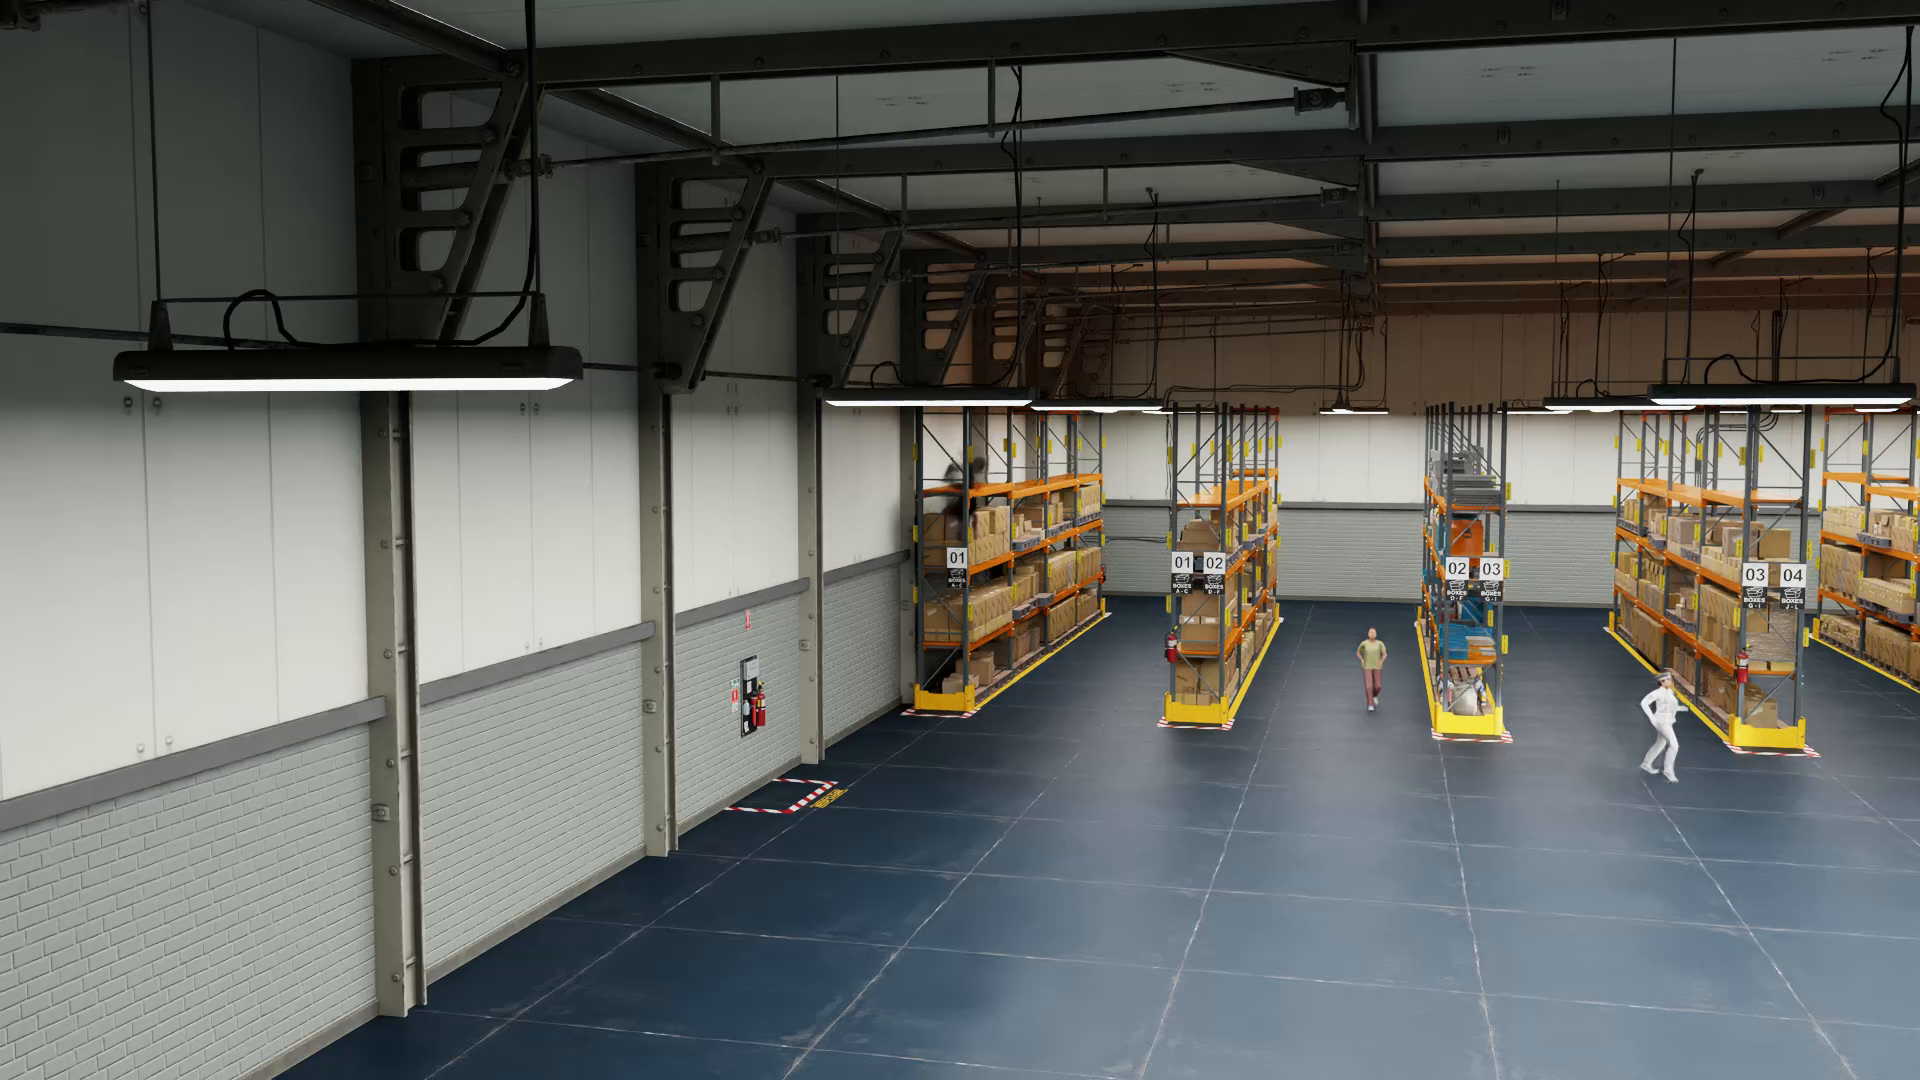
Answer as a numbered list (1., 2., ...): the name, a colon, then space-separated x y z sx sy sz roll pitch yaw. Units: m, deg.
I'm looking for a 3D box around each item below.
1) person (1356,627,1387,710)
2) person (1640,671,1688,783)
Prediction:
1. person: 8.049 2.508 32.529 0.578 1.619 0.569 1 4 10
2. person: 11.120 2.940 26.279 0.583 1.753 0.745 -4 6 -44
